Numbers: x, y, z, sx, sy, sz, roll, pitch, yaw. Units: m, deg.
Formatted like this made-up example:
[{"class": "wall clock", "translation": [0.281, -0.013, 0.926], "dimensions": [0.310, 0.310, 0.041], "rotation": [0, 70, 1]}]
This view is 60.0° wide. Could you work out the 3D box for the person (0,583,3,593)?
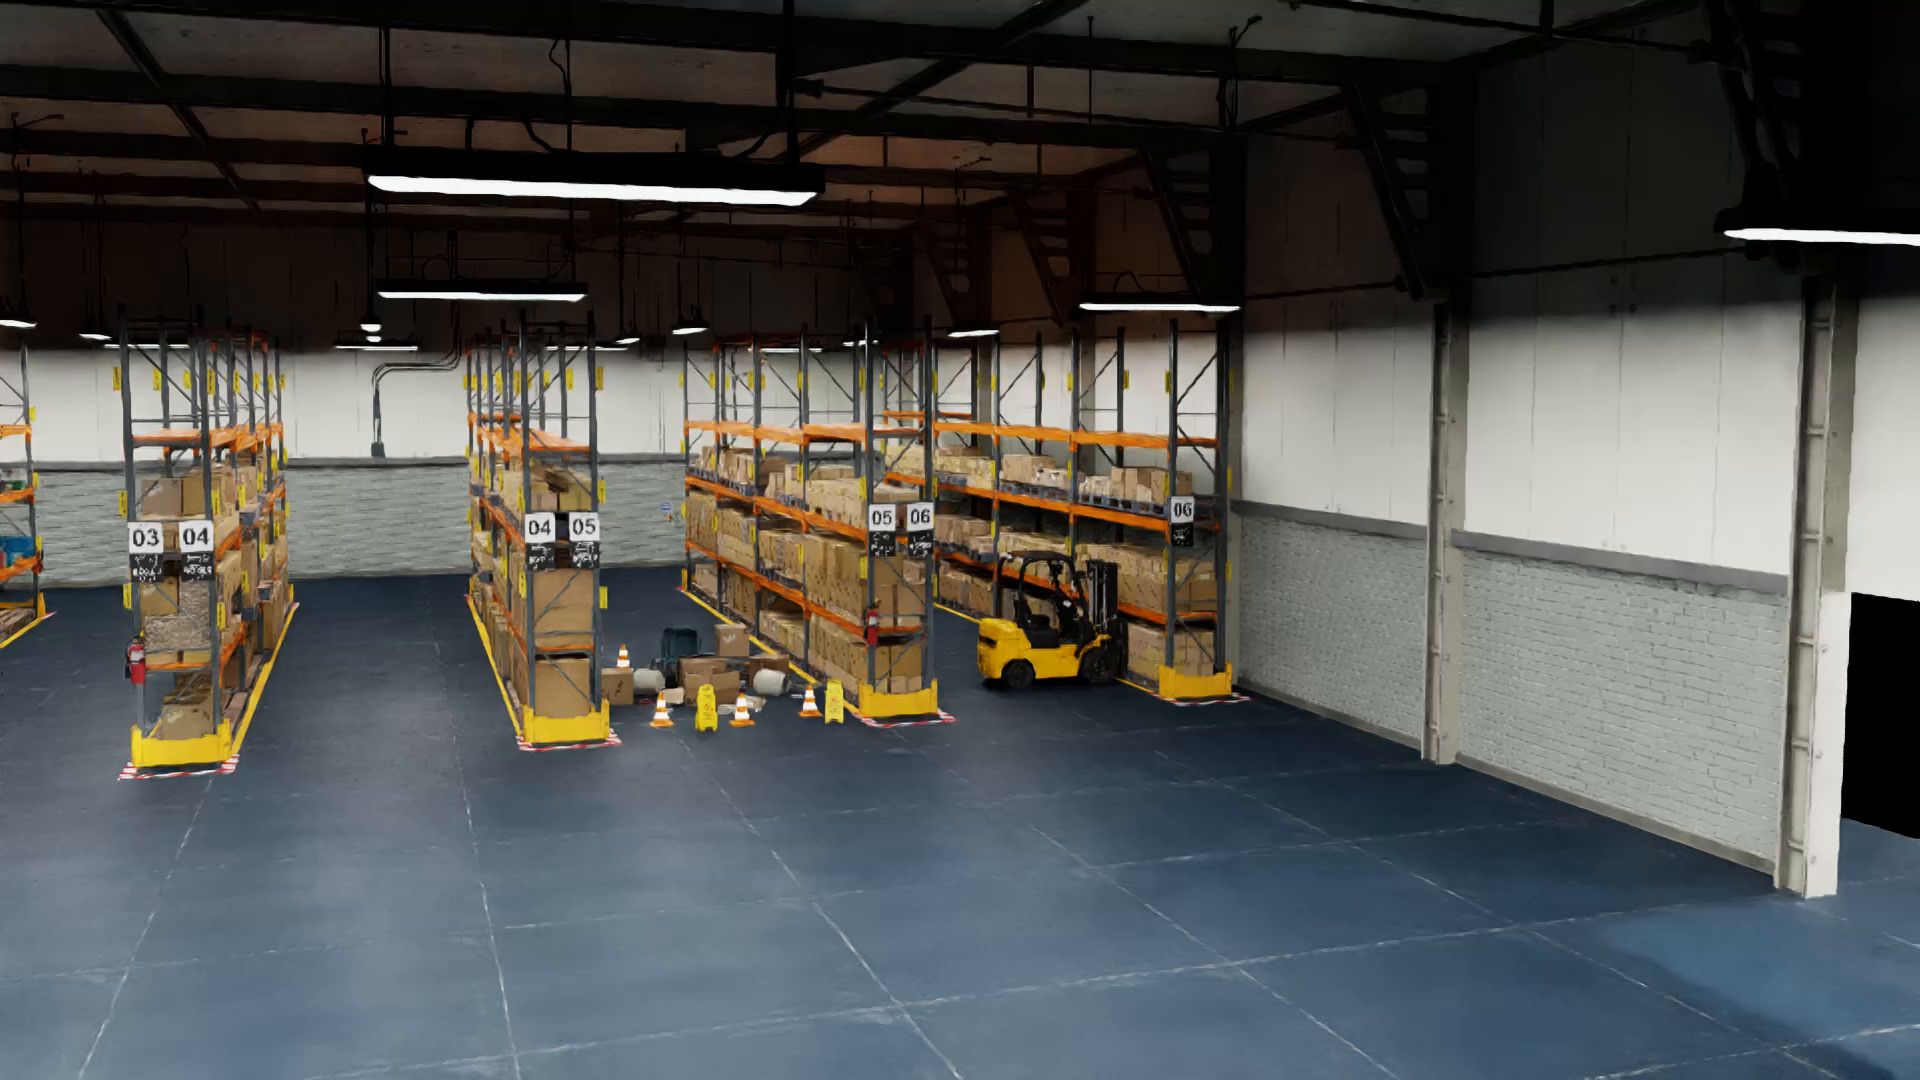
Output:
[{"class": "person", "translation": [-22.782, 0.463, 38.936], "dimensions": [0.582, 1.710, 0.541], "rotation": [2, 6, 18]}]
